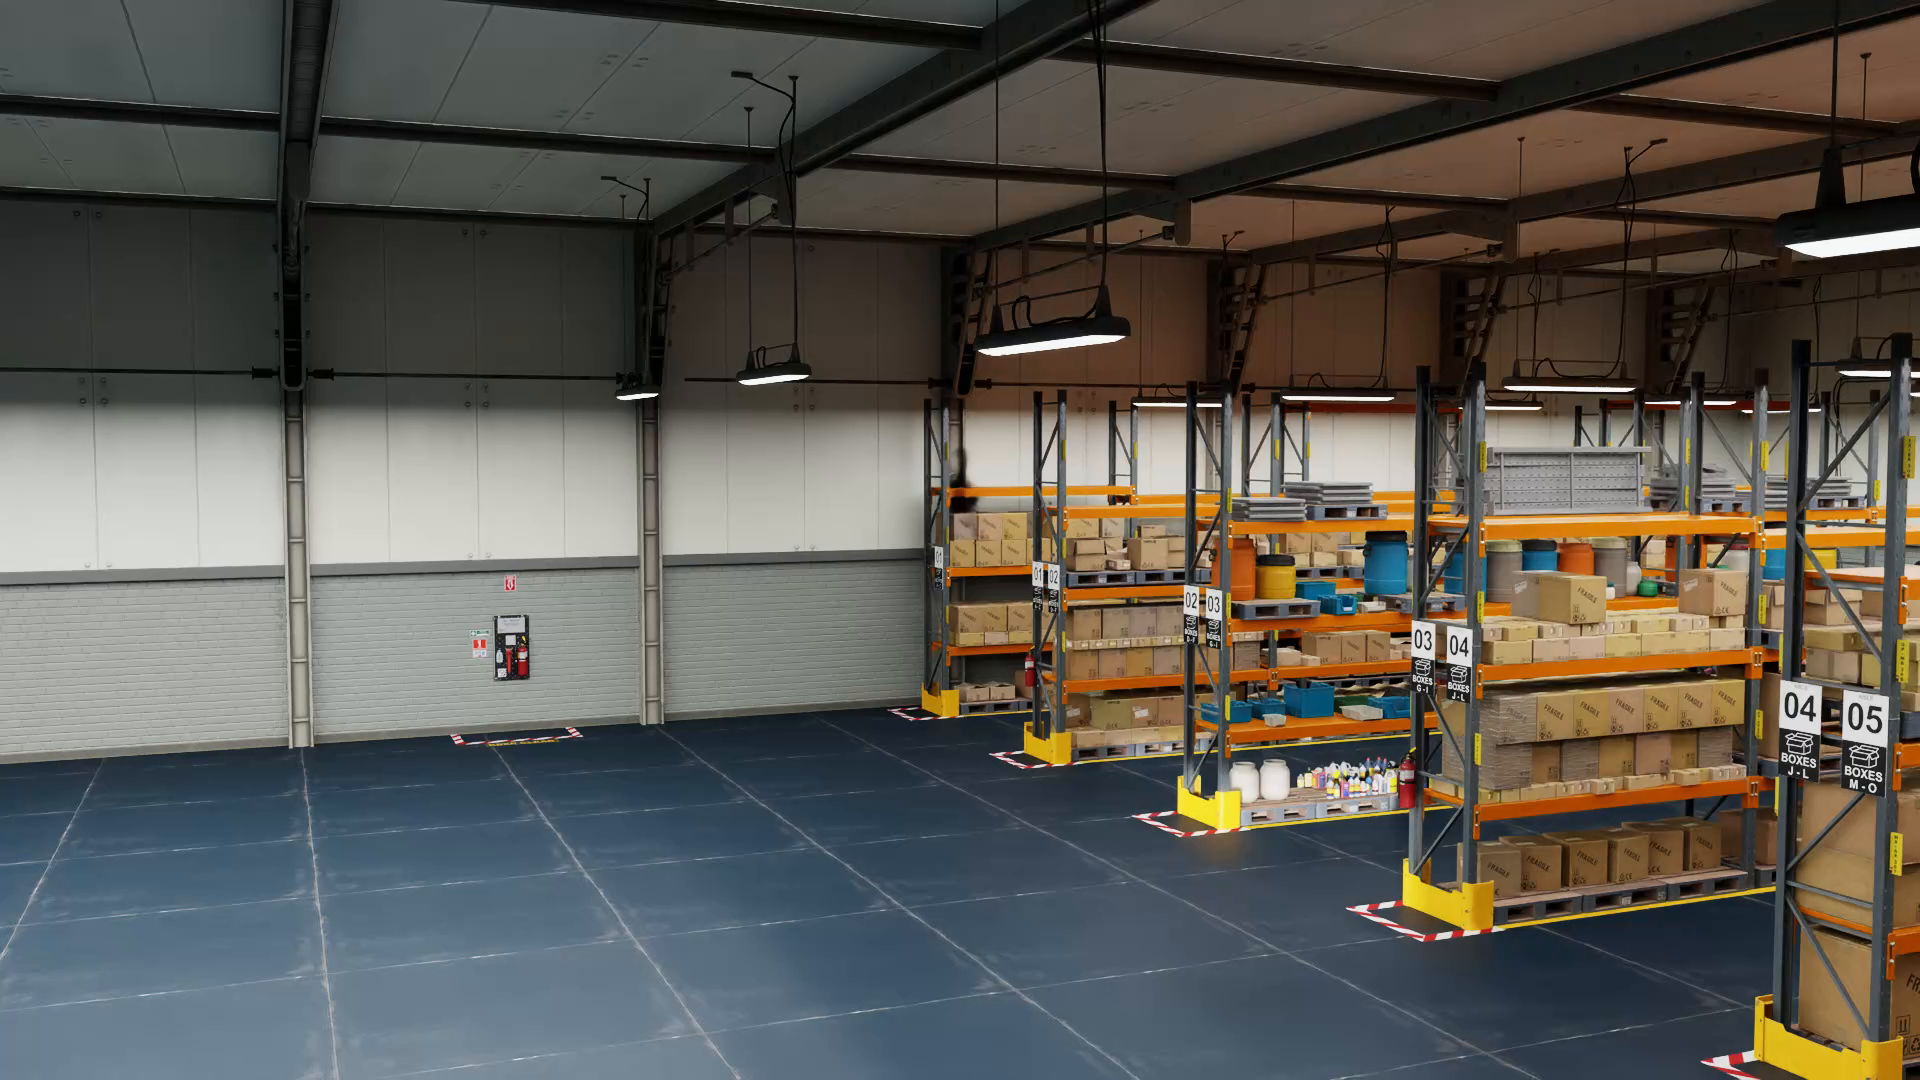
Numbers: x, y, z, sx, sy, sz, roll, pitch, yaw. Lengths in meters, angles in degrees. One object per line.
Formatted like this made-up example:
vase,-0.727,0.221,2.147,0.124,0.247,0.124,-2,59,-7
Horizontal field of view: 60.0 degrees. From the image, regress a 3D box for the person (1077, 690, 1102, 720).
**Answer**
person,2.196,2.655,29.304,1.042,1.547,0.726,0,3,-2
